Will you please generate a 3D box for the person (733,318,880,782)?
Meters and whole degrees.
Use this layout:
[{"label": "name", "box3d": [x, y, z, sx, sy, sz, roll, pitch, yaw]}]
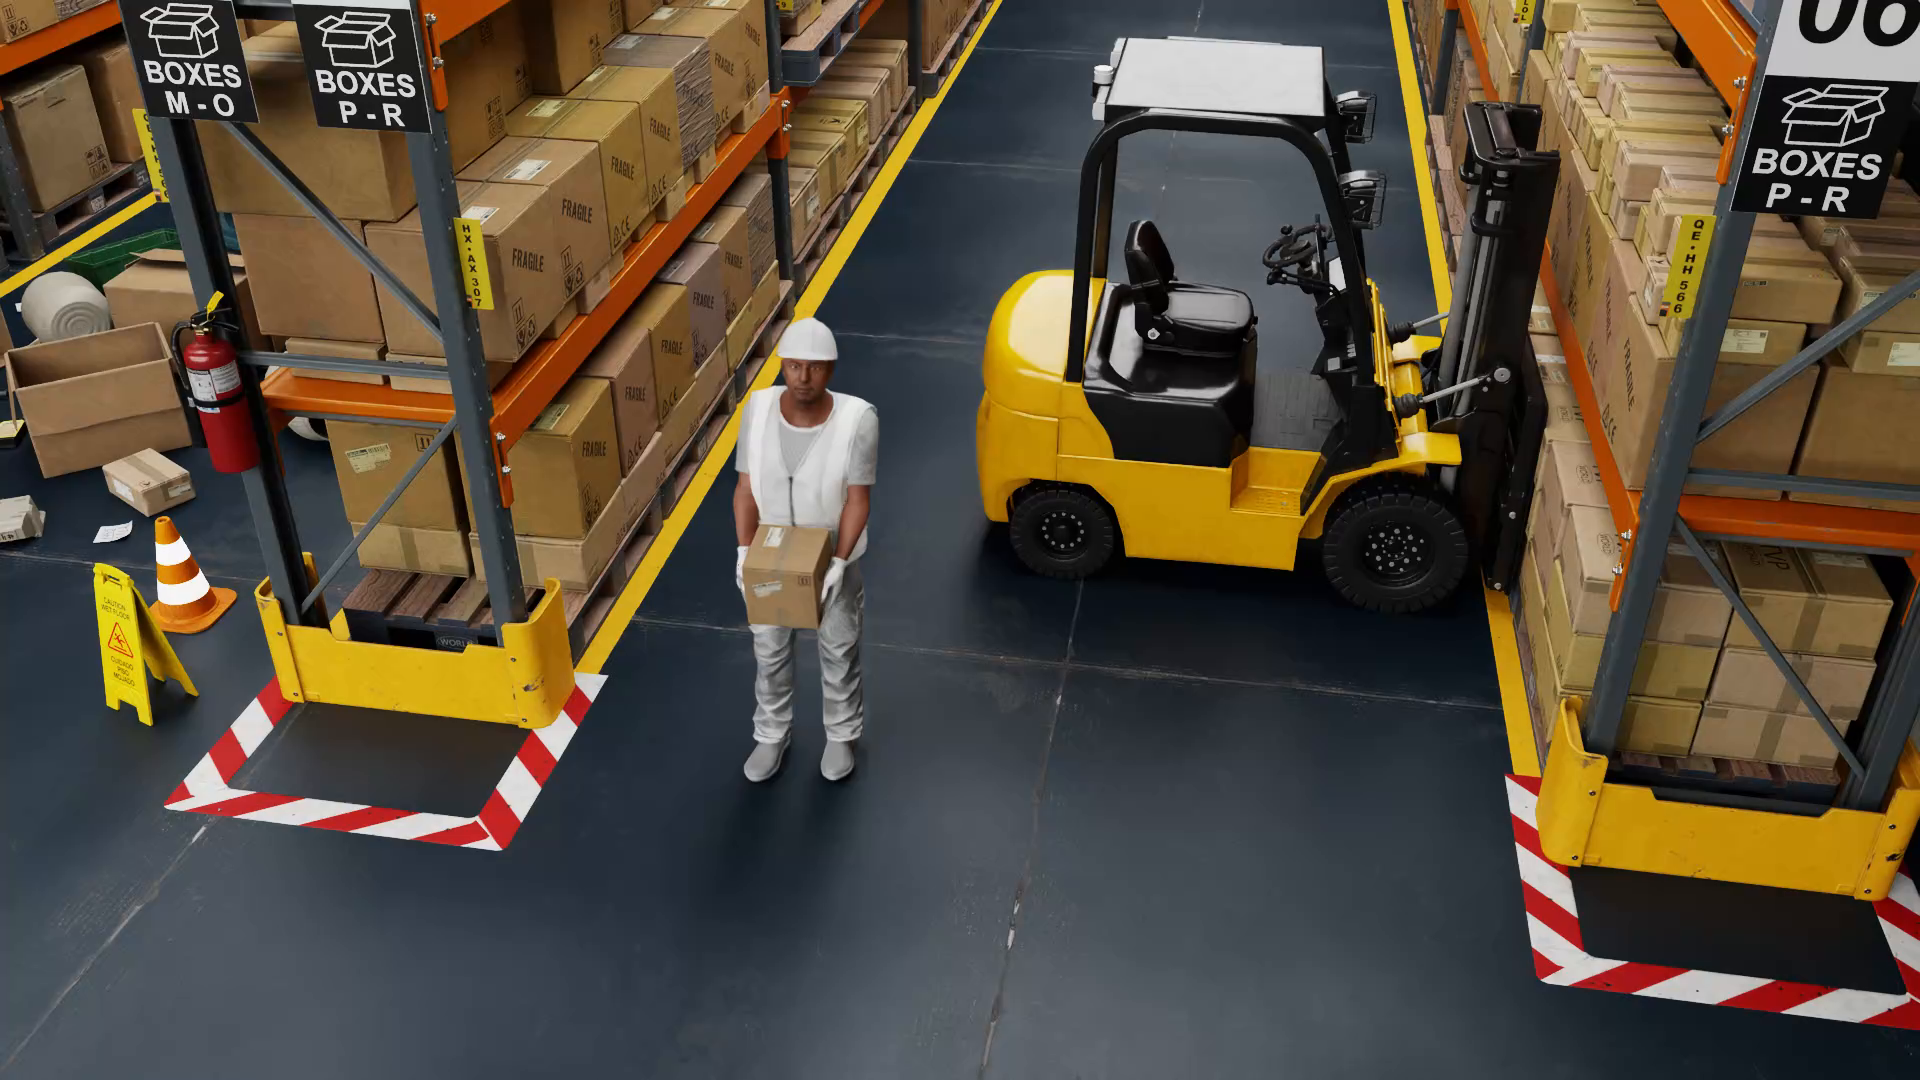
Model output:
[{"label": "person", "box3d": [-0.558, 0.092, 5.968, 0.510, 1.788, 0.557, 5, 32, 8]}]
